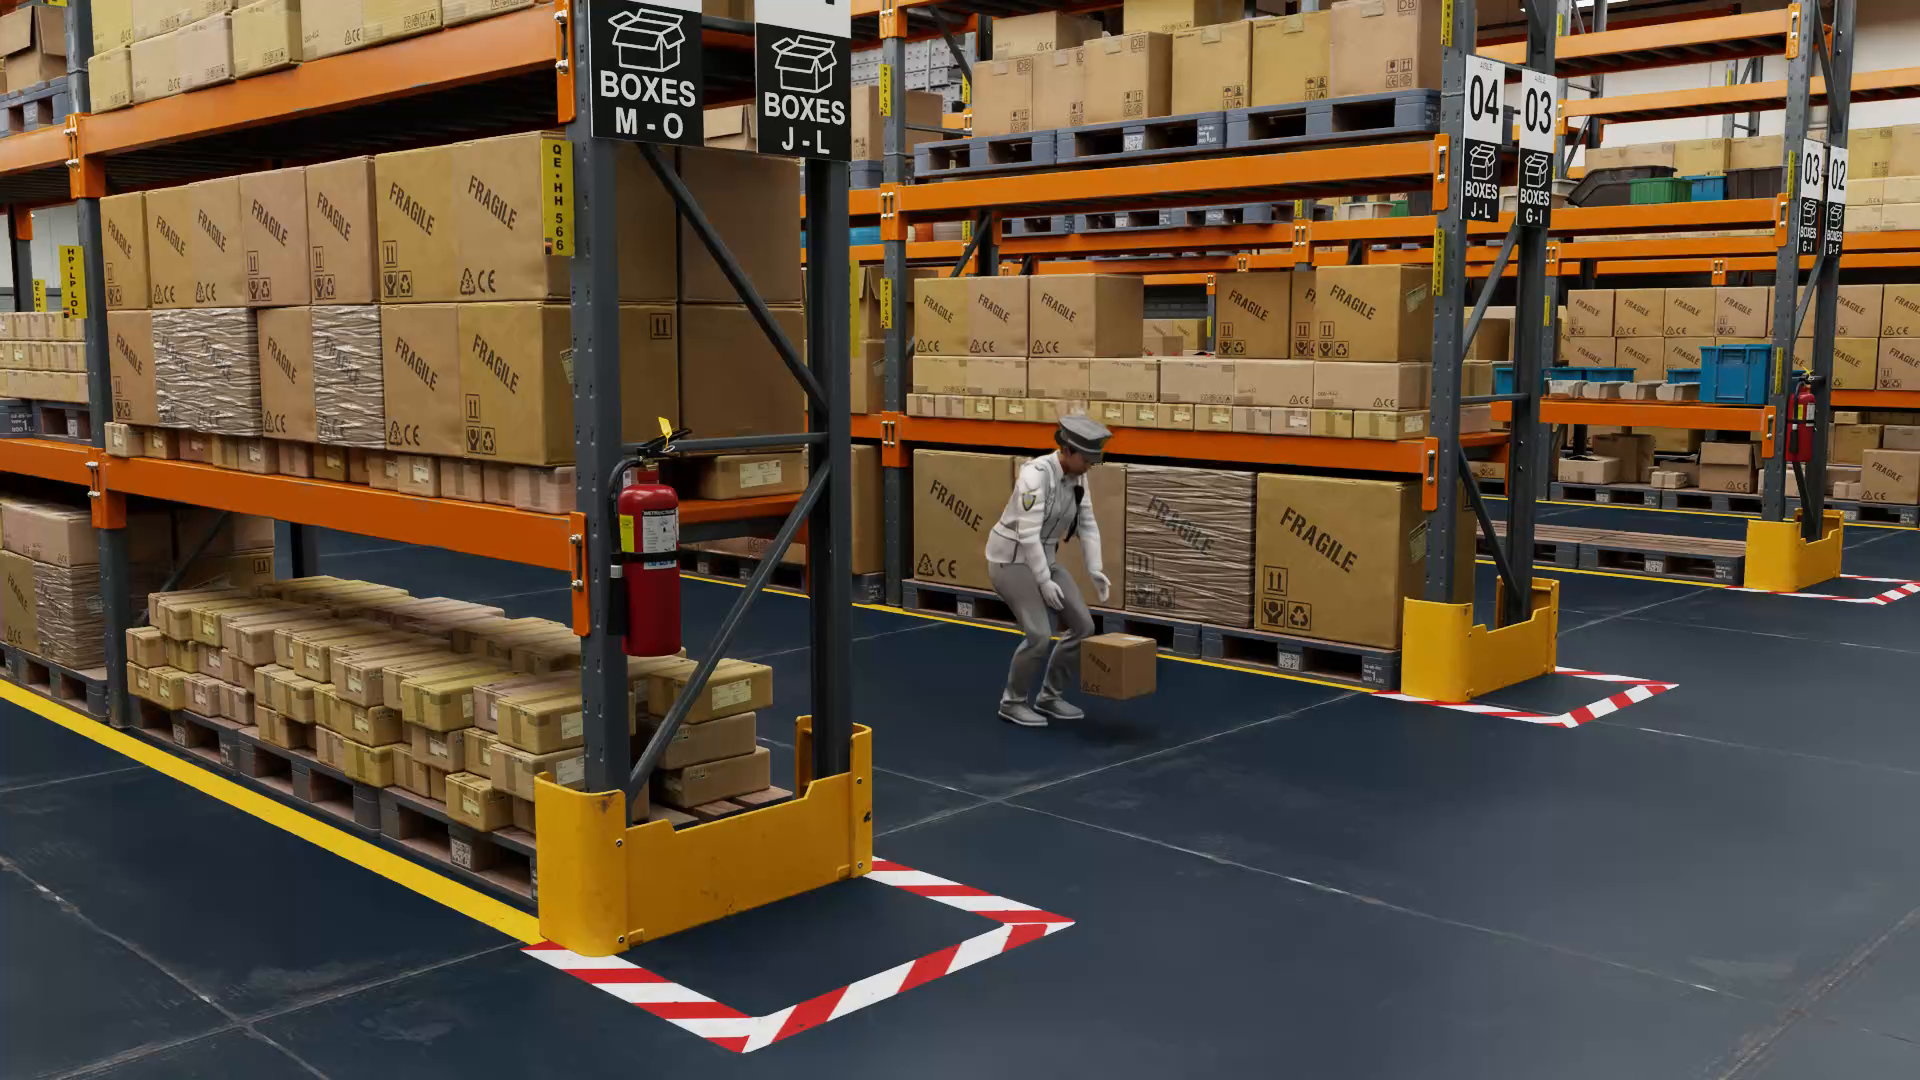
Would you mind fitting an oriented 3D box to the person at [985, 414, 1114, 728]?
[{"bbox_3d":[0.442,0.139,7.946,0.633,1.479,0.532,7,10,44],"label":"person"}]
